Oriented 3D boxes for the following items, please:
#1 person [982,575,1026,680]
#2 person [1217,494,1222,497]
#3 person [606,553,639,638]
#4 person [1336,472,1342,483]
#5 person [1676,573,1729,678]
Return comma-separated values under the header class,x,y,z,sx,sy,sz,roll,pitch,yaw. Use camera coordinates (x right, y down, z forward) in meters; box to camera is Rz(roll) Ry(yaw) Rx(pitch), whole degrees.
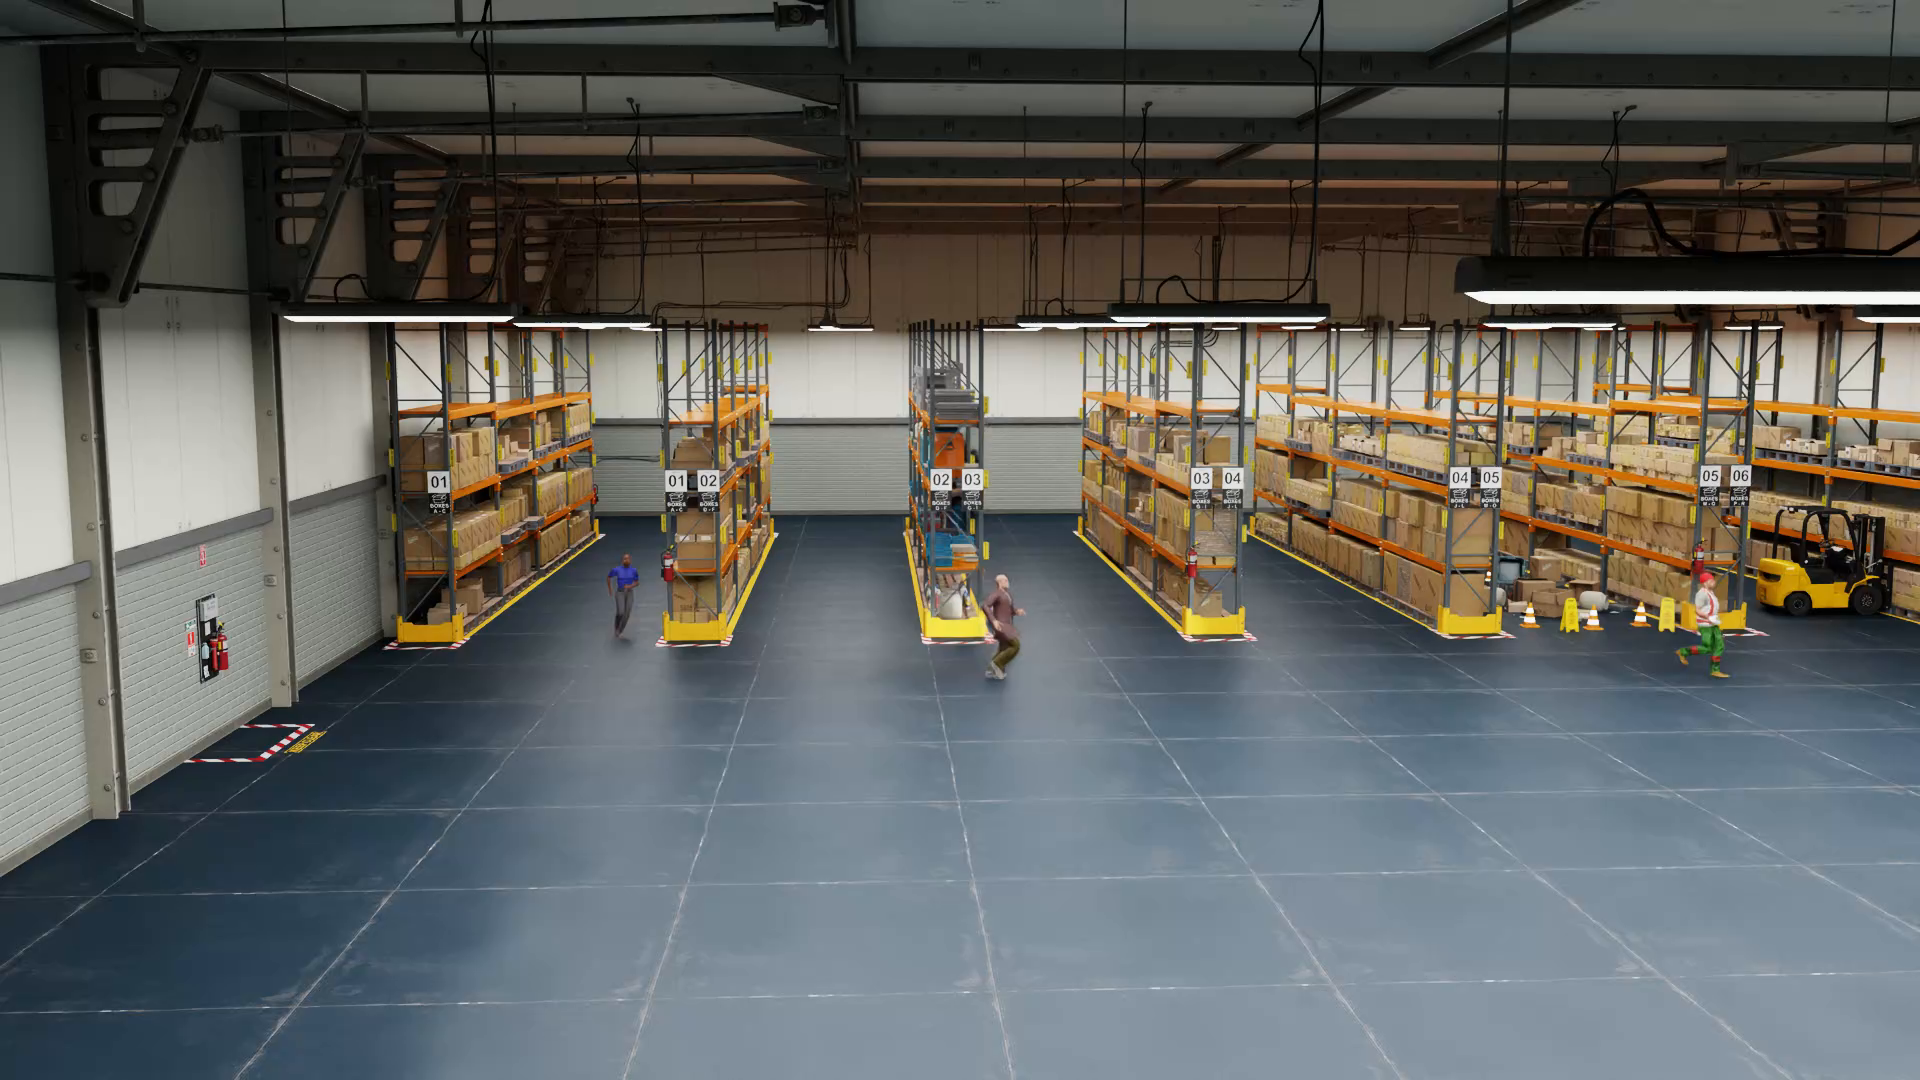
class,x,y,z,sx,sy,sz,roll,pitch,yaw
person,0.752,1.445,27.550,0.702,1.743,0.682,2,7,16
person,7.579,-1.094,48.642,0.791,1.666,0.744,-7,10,-44
person,-6.319,1.055,31.333,0.564,1.602,0.589,-4,8,-26
person,11.522,-1.165,49.345,1.016,1.723,0.706,-1,7,-9
person,12.529,1.417,27.938,0.848,1.748,0.669,6,9,40
